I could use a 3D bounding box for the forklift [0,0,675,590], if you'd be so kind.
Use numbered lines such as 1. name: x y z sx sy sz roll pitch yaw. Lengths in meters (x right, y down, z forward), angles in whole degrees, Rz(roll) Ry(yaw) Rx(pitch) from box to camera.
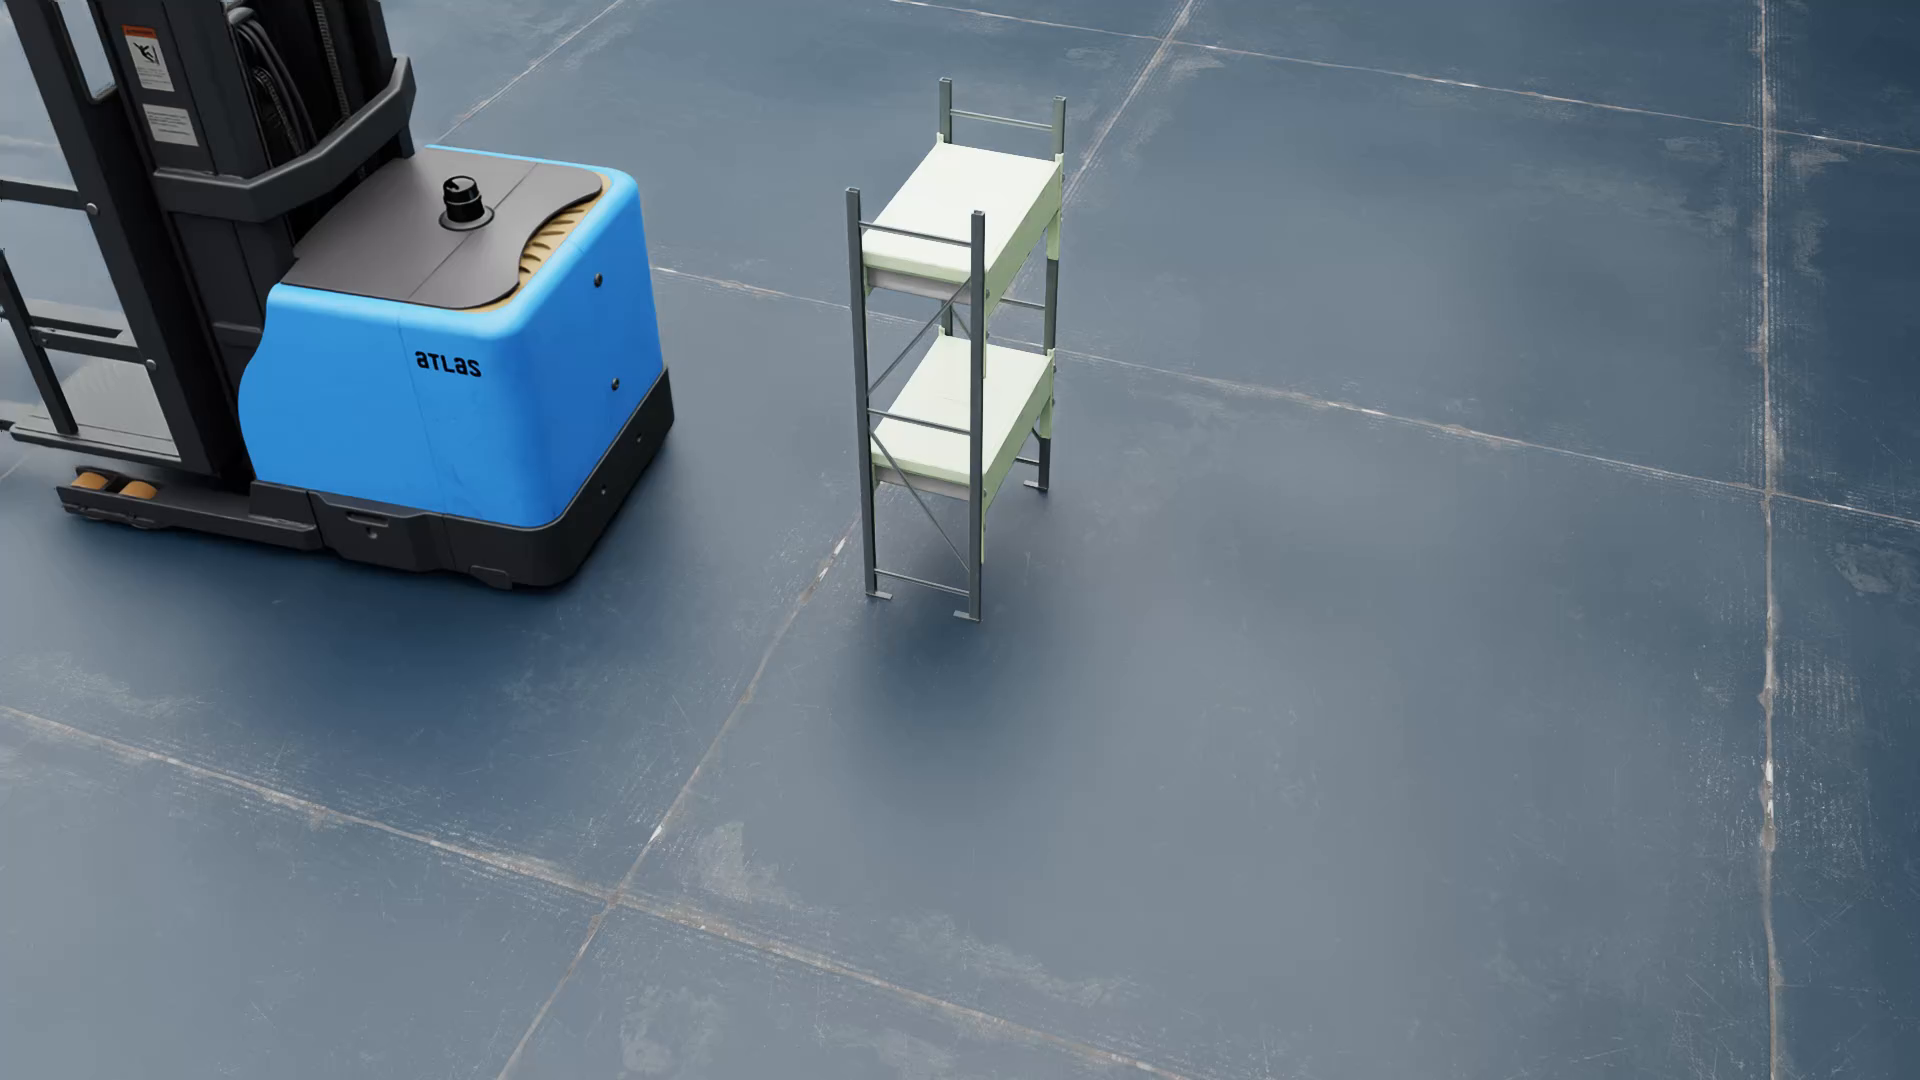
1. forklift: -2.632 -1.473 5.219 3.031 2.935 1.130 10 41 11

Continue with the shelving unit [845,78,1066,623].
1. shelving unit: 0.002 -0.575 5.268 0.431 1.500 0.755 13 42 15

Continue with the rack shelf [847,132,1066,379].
1. rack shelf: 0.002 -0.872 5.015 0.431 0.370 0.720 13 42 15

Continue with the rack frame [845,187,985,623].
1. rack frame: -0.123 -0.351 5.006 0.400 1.500 0.023 13 42 15

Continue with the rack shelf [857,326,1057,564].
1. rack shelf: 0.002 -0.327 5.480 0.431 0.370 0.720 13 42 15

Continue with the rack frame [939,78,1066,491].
1. rack frame: 0.127 -0.798 5.530 0.400 1.500 0.023 13 42 15
